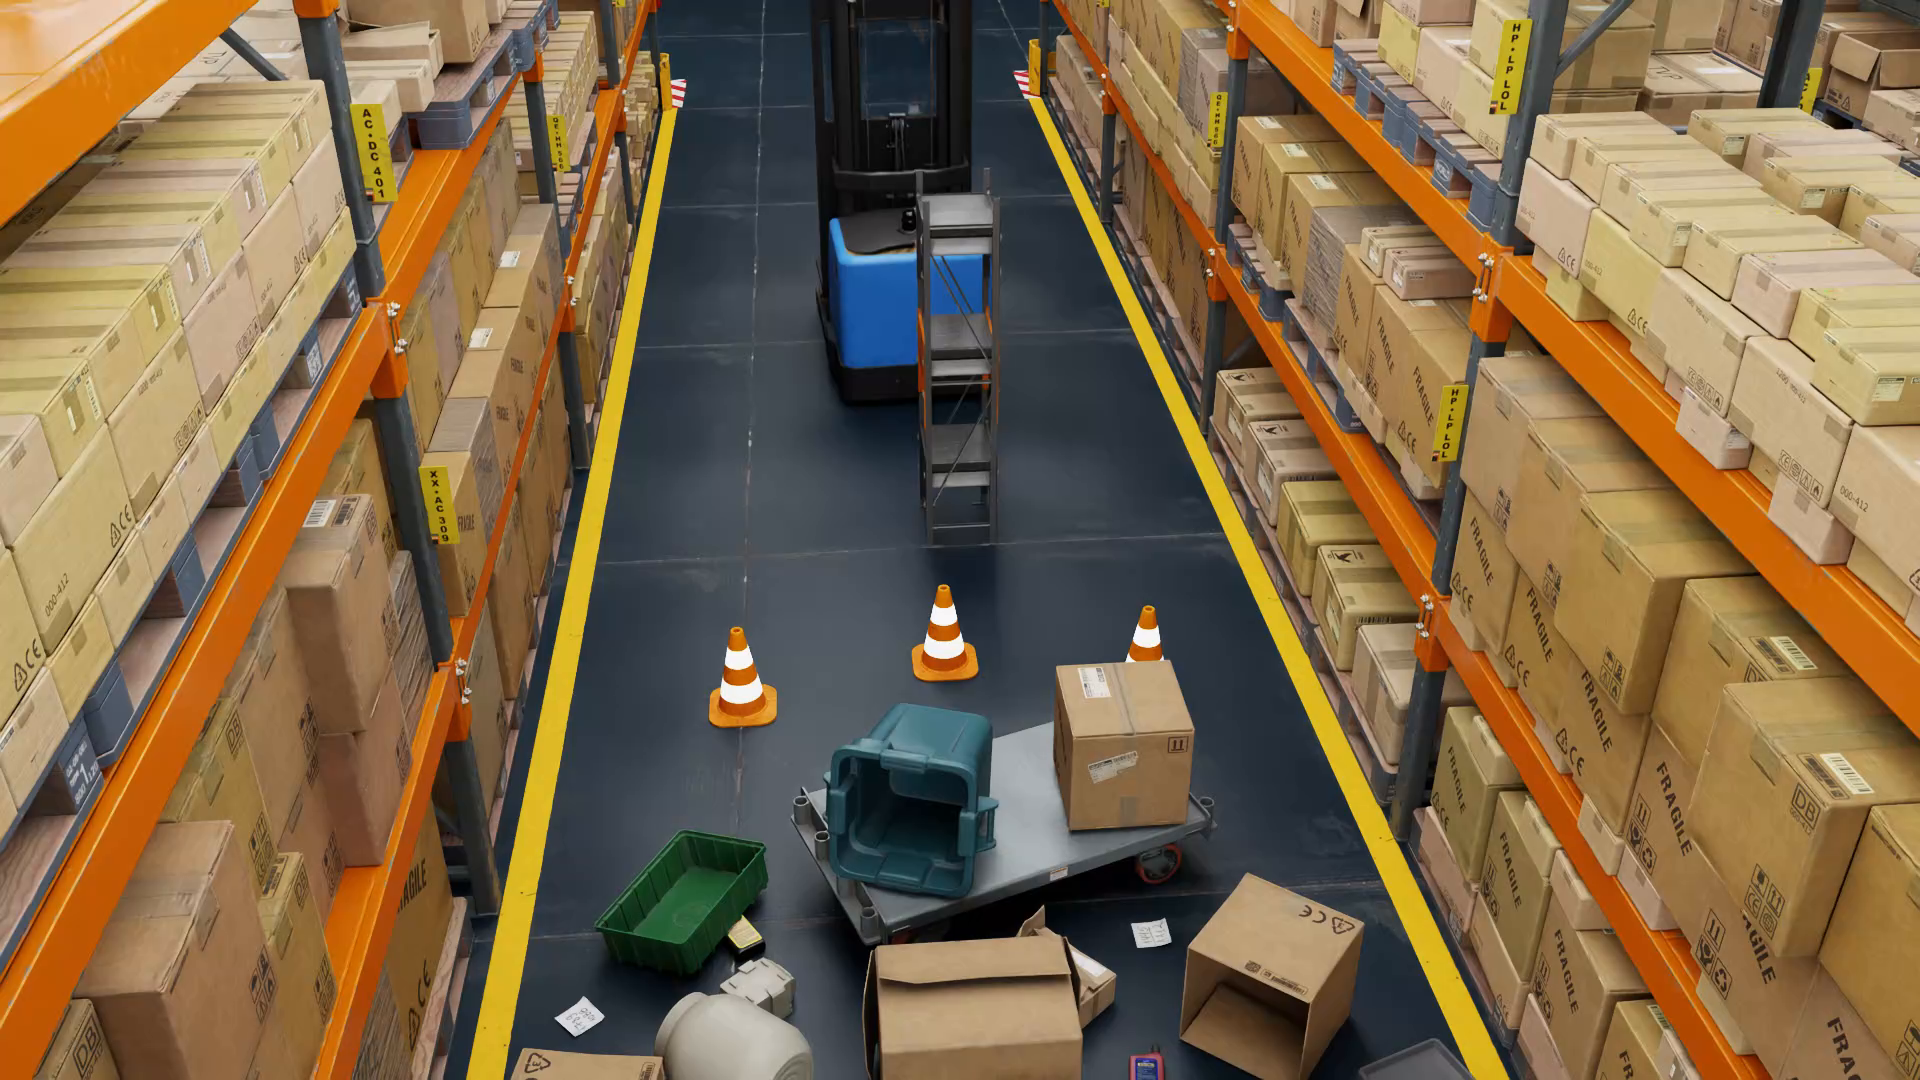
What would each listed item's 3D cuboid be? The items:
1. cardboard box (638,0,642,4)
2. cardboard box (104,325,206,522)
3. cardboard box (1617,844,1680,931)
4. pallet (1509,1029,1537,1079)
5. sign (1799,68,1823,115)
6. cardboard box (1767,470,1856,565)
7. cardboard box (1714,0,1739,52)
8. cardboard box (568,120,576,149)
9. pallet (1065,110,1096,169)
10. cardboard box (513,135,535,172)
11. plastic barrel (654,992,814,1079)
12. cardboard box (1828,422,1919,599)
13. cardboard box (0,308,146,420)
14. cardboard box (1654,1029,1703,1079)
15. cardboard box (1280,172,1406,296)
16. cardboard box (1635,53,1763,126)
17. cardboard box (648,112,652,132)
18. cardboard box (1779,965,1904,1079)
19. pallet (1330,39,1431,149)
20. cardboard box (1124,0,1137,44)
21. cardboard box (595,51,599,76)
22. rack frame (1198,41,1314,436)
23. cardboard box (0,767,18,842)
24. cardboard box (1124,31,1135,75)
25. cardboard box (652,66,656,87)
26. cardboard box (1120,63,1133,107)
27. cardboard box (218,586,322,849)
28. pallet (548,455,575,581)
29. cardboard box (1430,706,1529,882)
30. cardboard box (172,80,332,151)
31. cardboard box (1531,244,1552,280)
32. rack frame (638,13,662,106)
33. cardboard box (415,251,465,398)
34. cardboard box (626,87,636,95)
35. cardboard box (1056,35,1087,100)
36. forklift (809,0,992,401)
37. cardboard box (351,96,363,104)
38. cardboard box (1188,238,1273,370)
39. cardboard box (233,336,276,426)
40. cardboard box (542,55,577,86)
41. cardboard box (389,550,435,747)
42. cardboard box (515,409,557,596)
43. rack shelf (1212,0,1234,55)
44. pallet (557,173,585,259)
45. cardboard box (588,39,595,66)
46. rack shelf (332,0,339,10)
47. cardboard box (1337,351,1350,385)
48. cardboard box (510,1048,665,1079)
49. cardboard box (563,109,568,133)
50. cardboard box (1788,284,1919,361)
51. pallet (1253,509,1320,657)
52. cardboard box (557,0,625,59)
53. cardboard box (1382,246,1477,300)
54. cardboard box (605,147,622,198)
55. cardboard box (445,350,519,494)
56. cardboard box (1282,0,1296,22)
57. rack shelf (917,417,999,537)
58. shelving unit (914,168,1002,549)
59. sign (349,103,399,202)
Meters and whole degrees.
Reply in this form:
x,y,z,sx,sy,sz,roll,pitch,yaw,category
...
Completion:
x,y,z,sx,sy,sz,roll,pitch,yaw,category
-3.204,-5.174,15.731,0.380,0.149,0.250,-2,31,-3,cardboard box
-2.024,-0.257,3.679,0.500,0.250,0.500,-3,31,-5,cardboard box
2.324,1.083,5.256,0.380,0.149,0.250,-3,31,-5,cardboard box
2.668,2.181,5.893,1.003,0.211,1.213,-3,31,-5,pallet
2.992,-1.521,5.943,0.100,0.325,0.005,-3,31,-5,sign
2.327,-0.070,4.262,0.380,0.149,0.250,-3,31,-5,cardboard box
6.469,-4.271,13.469,0.700,0.500,0.500,-2,31,-3,cardboard box
-2.807,-2.723,11.218,0.380,0.149,0.250,-2,31,-4,cardboard box
1.595,-3.885,16.049,1.003,0.211,1.213,-3,31,-5,pallet
-2.691,-2.311,9.948,0.380,0.149,0.250,-3,31,-5,cardboard box
-0.833,1.919,6.125,0.512,0.421,0.421,20,36,29,plastic barrel
2.411,-0.061,3.857,0.500,0.250,0.500,-2,31,-3,cardboard box
-1.949,-0.362,3.465,0.380,0.149,0.250,-2,31,-4,cardboard box
2.348,1.616,5.027,0.380,0.149,0.250,-1,31,-2,cardboard box
2.003,-1.598,8.702,0.500,0.500,0.500,-2,31,-4,cardboard box
2.797,-1.703,6.488,0.500,0.250,0.500,-4,31,-6,cardboard box
-3.144,-3.999,15.891,0.380,0.149,0.250,-4,31,-7,cardboard box
2.459,1.370,4.144,0.500,0.500,0.500,-3,31,-4,cardboard box
2.401,-2.039,7.496,1.213,0.211,1.003,-3,31,-5,pallet
1.535,-4.042,12.519,0.500,0.500,0.500,-3,31,-5,cardboard box
-2.979,-3.657,12.782,0.380,0.149,0.250,-3,31,-6,cardboard box
2.079,-2.024,10.213,1.000,3.000,0.127,-3,31,-5,rack frame
-1.853,0.498,2.804,0.380,0.149,0.250,-3,31,-4,cardboard box
1.542,-3.713,12.700,0.500,0.250,0.500,-2,31,-4,cardboard box
-3.254,-4.648,16.687,0.380,0.149,0.250,-4,31,-6,cardboard box
1.533,-3.500,12.831,0.500,0.250,0.500,-3,31,-6,cardboard box
-2.385,0.527,4.744,0.875,0.550,0.550,-3,31,-5,cardboard box
-2.841,-0.132,9.765,1.003,0.211,1.213,-3,31,-5,pallet
2.239,1.011,6.673,0.500,0.500,0.500,-1,31,-2,cardboard box
-2.115,-1.267,4.981,0.380,0.149,0.250,-3,31,-5,cardboard box
2.236,-0.989,5.800,0.380,0.149,0.250,-3,31,-5,cardboard box
-3.587,-5.820,16.568,1.000,3.000,0.127,-3,31,-5,rack frame
-2.615,-0.939,7.324,0.700,0.500,0.500,-3,31,-4,cardboard box
-3.213,-4.106,15.490,0.380,0.149,0.250,-4,31,-6,cardboard box
1.493,-4.857,17.045,0.875,0.438,0.875,-4,31,-6,cardboard box
-0.498,-2.931,11.800,1.130,2.935,3.031,-4,31,-7,forklift
-2.274,-1.466,5.979,0.258,0.266,0.396,-3,31,-5,cardboard box
2.097,-1.649,11.248,0.875,0.875,0.875,-3,31,-5,cardboard box
-2.019,-0.407,4.319,0.380,0.149,0.250,-2,31,-4,cardboard box
-2.861,-3.244,11.512,0.380,0.149,0.250,-4,31,-7,cardboard box
-2.420,0.430,5.958,0.875,0.550,0.550,-3,31,-5,cardboard box
-2.787,-0.188,8.924,1.050,0.750,0.750,-2,31,-4,cardboard box
1.892,-4.024,11.338,1.077,0.370,4.000,-3,31,-5,rack shelf
-3.013,-2.012,10.380,1.213,0.211,1.003,-3,31,-5,pallet
-2.954,-3.649,12.480,0.380,0.149,0.250,-3,31,-4,cardboard box
-2.653,-2.809,6.769,1.077,0.370,4.000,-3,31,-5,rack shelf
2.049,-0.825,8.042,0.380,0.149,0.250,-3,31,-5,cardboard box
-1.299,2.122,5.707,0.500,0.500,0.500,2,31,4,cardboard box
-2.787,-2.722,10.928,0.380,0.149,0.250,-3,31,-5,cardboard box
2.385,-0.538,4.267,0.380,0.149,0.250,-2,31,-4,cardboard box
2.261,0.194,9.220,1.003,0.211,1.213,-3,31,-5,pallet
-3.009,-4.213,13.491,0.500,0.500,0.500,-3,31,-5,cardboard box
2.107,-1.187,7.383,0.380,0.149,0.250,-4,31,-6,cardboard box
-2.892,-2.838,12.874,0.500,0.250,0.500,-4,31,-6,cardboard box
-2.339,-0.530,7.615,0.500,0.500,0.500,-3,31,-5,cardboard box
1.963,-2.955,8.978,0.396,0.266,0.258,-3,31,-5,cardboard box
-0.015,-0.373,9.719,0.431,0.518,0.480,-3,31,-5,rack shelf
-0.015,-0.986,9.353,0.431,2.100,0.503,-3,31,-5,shelving unit
-1.914,-1.264,5.435,0.100,0.325,0.005,-3,31,-5,sign
